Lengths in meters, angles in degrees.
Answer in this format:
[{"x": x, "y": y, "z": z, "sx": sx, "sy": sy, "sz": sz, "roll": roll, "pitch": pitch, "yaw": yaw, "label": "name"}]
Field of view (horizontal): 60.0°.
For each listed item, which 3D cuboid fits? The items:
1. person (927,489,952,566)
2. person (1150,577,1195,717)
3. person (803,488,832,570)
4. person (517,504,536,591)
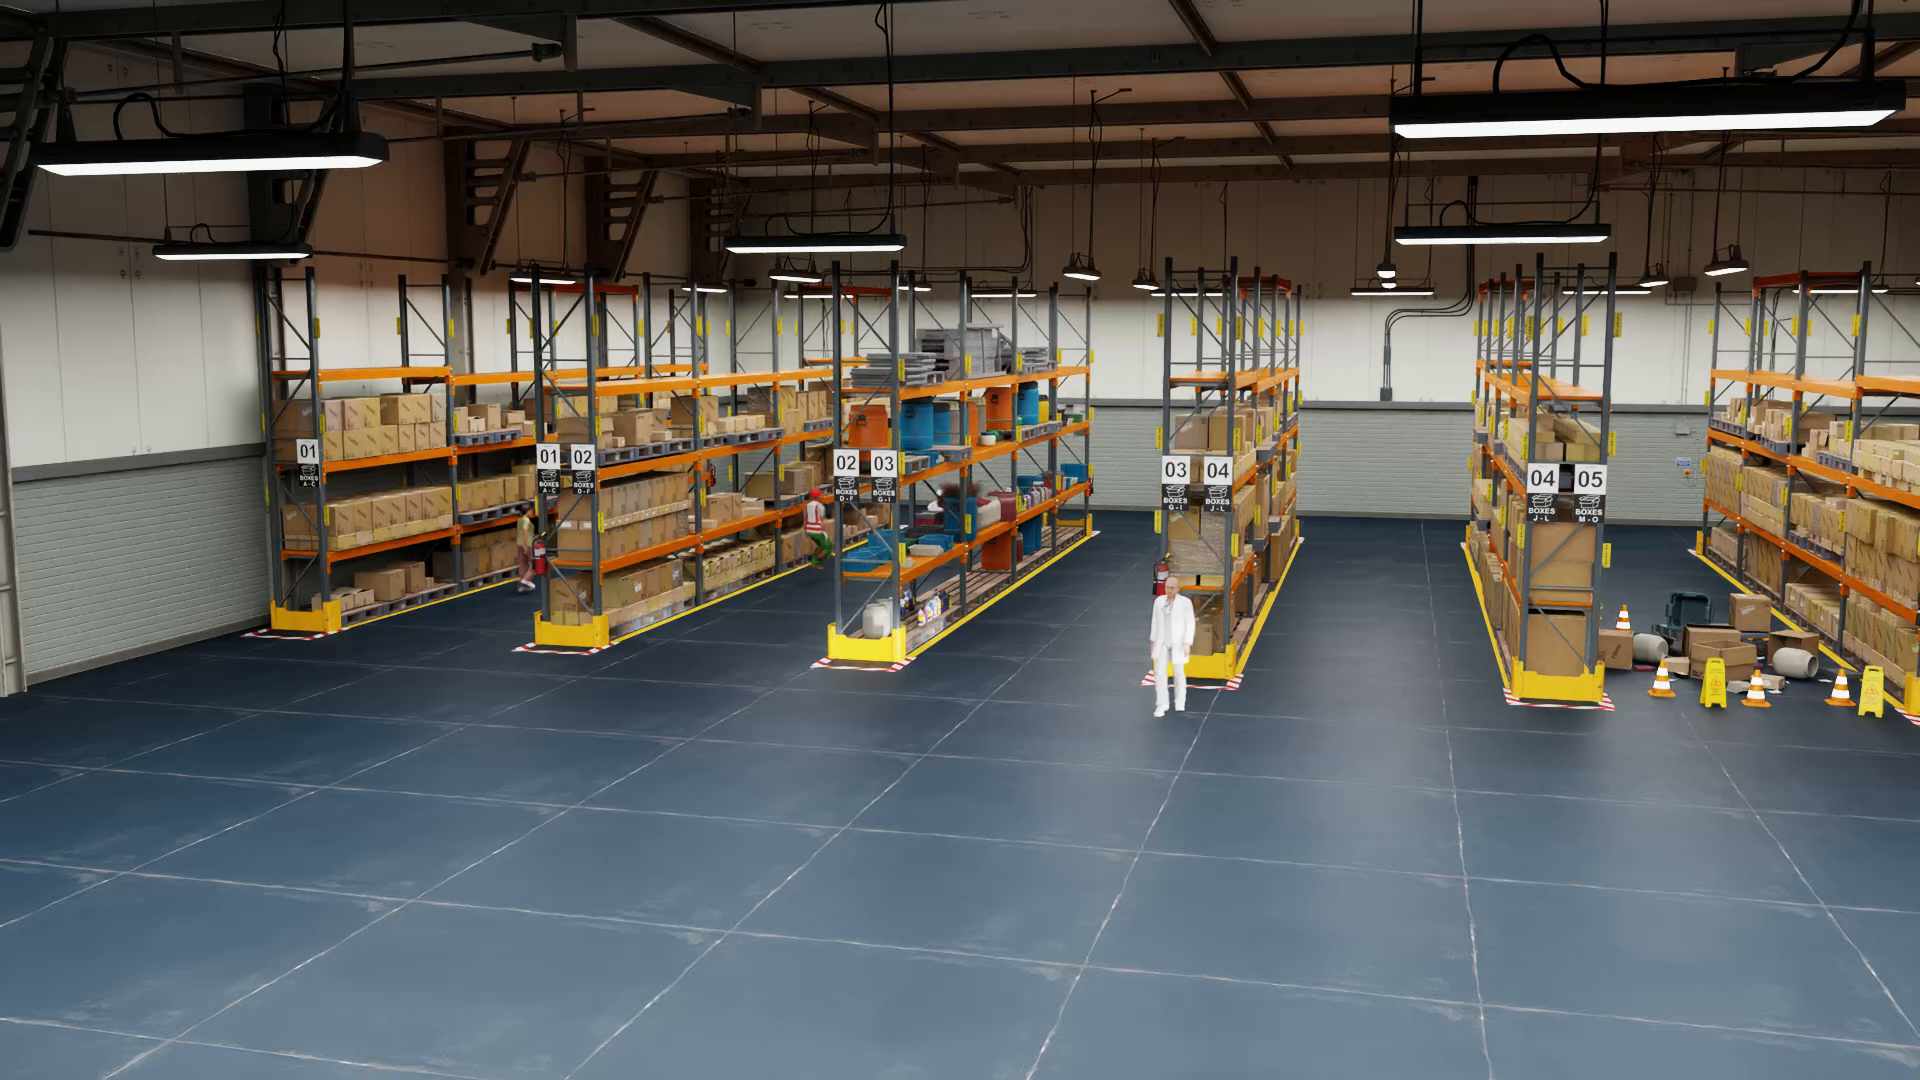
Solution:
[{"x": -0.340, "y": -0.258, "z": 35.023, "sx": 0.713, "sy": 1.659, "sz": 0.720, "roll": 3, "pitch": 8, "yaw": 25, "label": "person"}, {"x": 2.761, "y": 1.391, "z": 21.730, "sx": 0.651, "sy": 1.828, "sz": 0.658, "roll": 4, "pitch": 8, "yaw": 28, "label": "person"}, {"x": -2.834, "y": -0.233, "z": 33.012, "sx": 0.592, "sy": 1.597, "sz": 0.652, "roll": 6, "pitch": 9, "yaw": 38, "label": "person"}, {"x": -8.305, "y": 0.143, "z": 31.783, "sx": 0.503, "sy": 1.657, "sz": 0.456, "roll": 4, "pitch": 8, "yaw": 29, "label": "person"}]
